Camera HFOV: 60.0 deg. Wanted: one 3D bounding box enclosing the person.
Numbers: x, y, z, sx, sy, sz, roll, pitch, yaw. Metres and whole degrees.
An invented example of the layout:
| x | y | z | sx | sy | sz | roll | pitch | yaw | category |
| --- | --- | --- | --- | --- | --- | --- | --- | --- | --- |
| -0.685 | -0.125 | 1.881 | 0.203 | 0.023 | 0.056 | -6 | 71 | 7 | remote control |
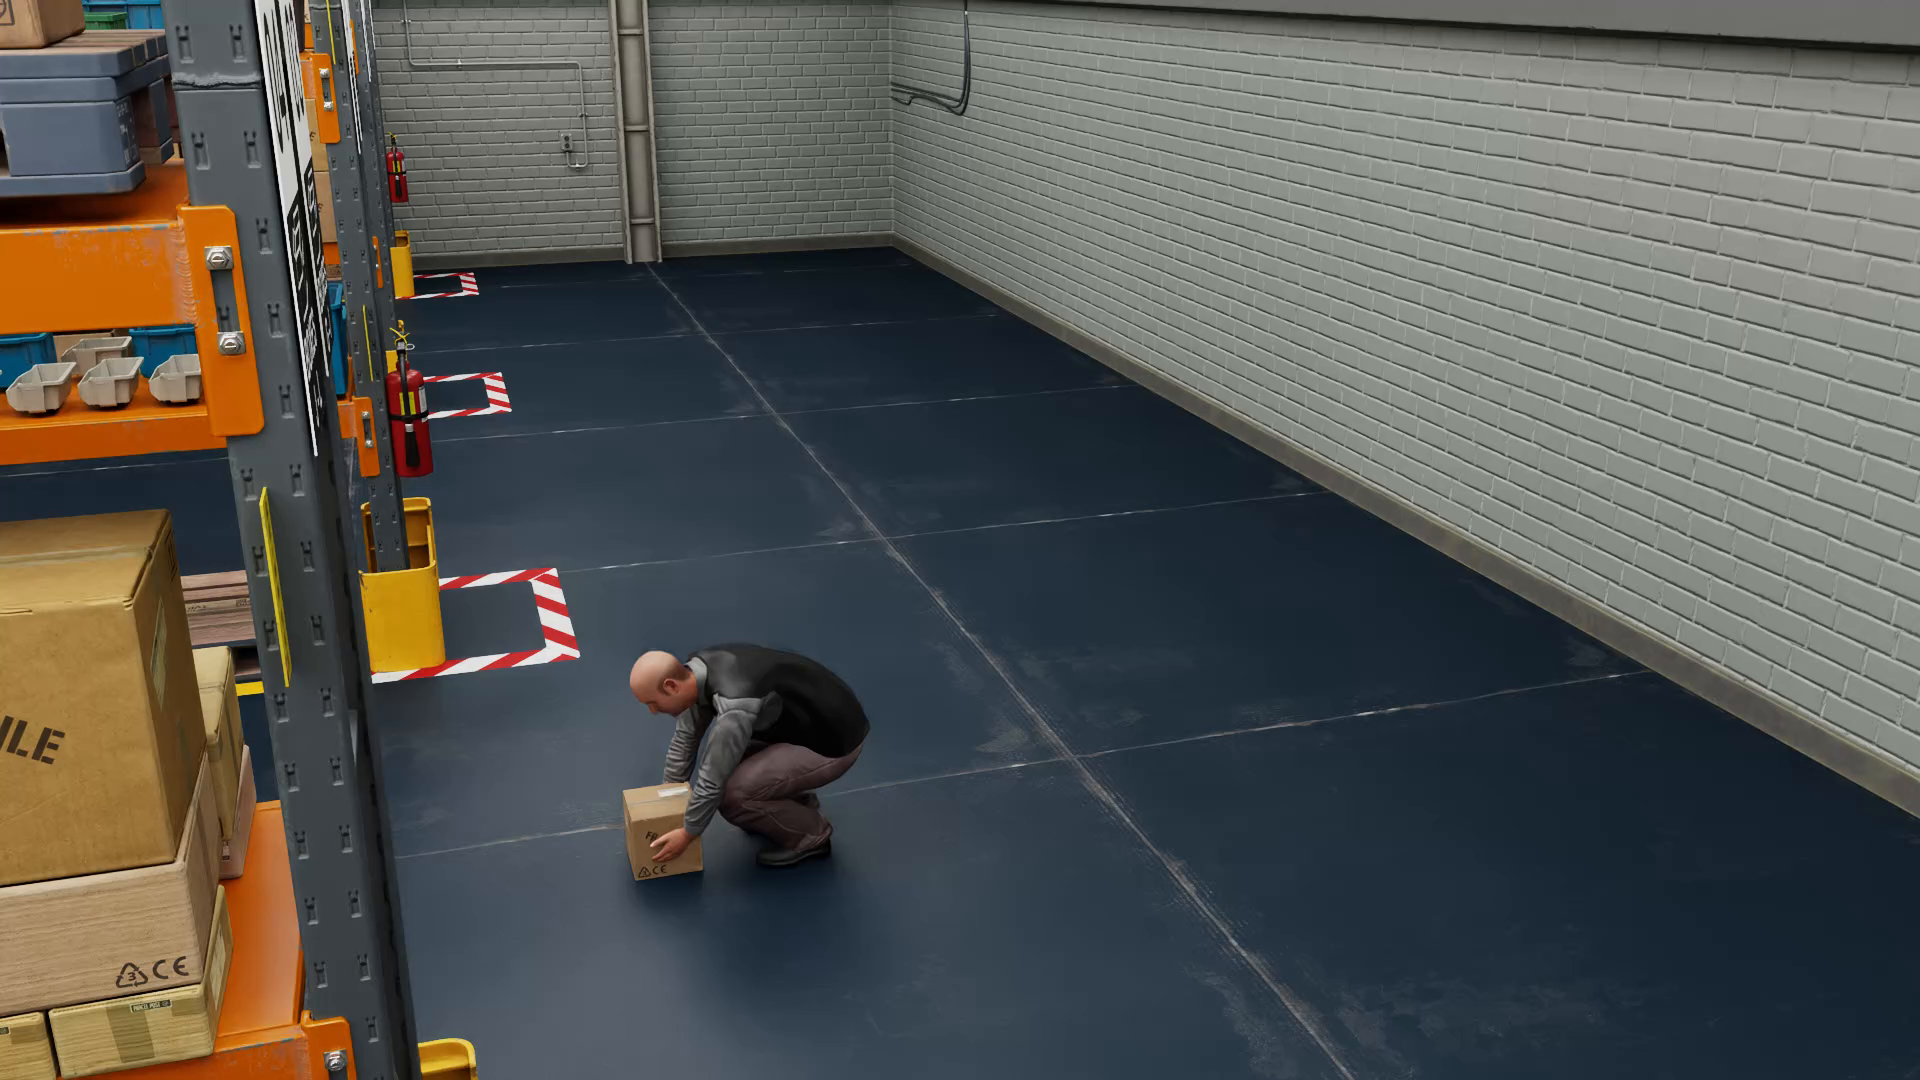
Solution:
| x | y | z | sx | sy | sz | roll | pitch | yaw | category |
| --- | --- | --- | --- | --- | --- | --- | --- | --- | --- |
| -0.776 | 0.765 | 6.198 | 0.871 | 0.876 | 0.534 | -6 | 20 | -17 | person |
